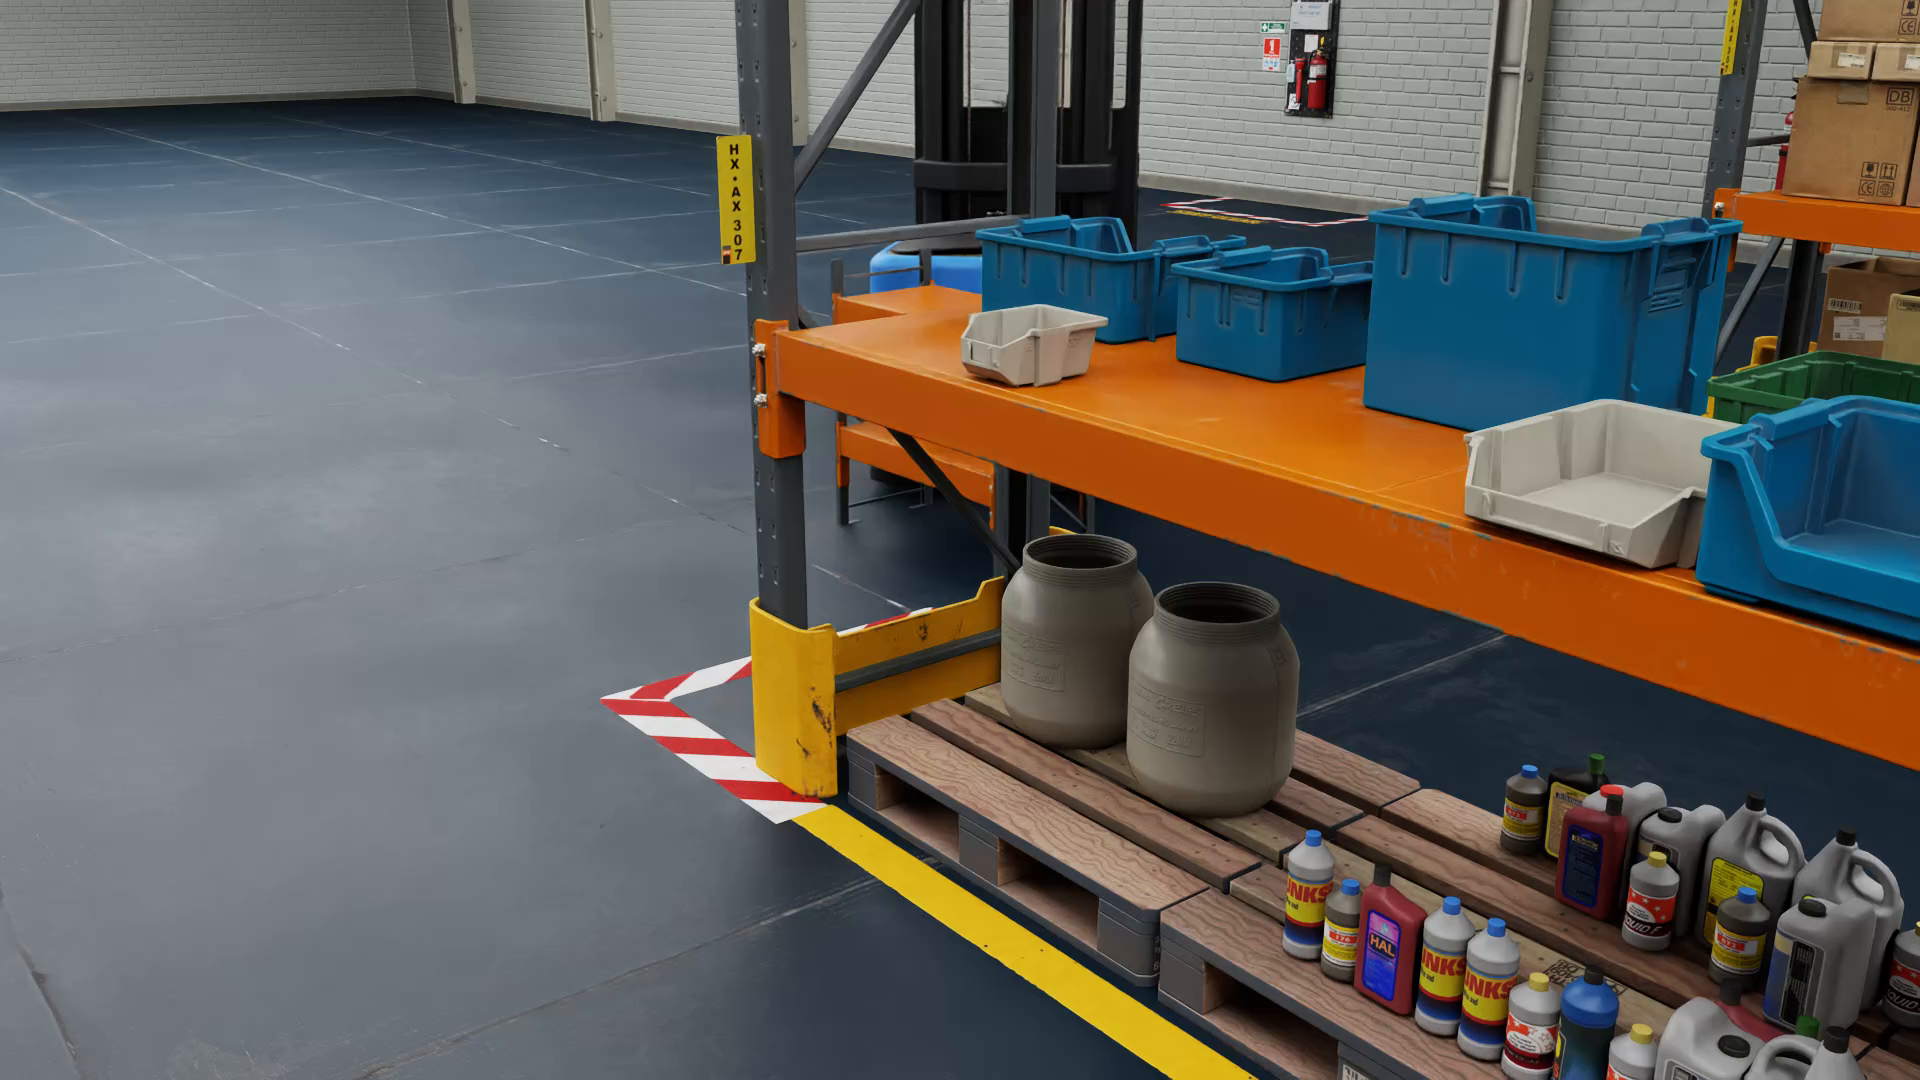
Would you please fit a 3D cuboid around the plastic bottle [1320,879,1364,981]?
[{"bbox_3d":[0.800,0.797,3.435,0.097,0.201,0.097,0,18,0],"label":"plastic bottle"}]

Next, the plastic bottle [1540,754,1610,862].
[{"bbox_3d":[1.425,0.617,3.848,0.061,0.283,0.133,-13,23,-35],"label":"plastic bottle"}]

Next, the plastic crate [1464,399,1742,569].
[{"bbox_3d":[1.131,-0.095,2.798,0.530,0.136,0.437,-14,23,-36],"label":"plastic crate"}]

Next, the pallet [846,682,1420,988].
[{"bbox_3d":[0.439,0.679,4.476,1.003,0.211,1.213,-14,23,-36],"label":"pallet"}]

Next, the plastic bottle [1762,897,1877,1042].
[{"bbox_3d":[1.681,0.818,3.253,0.152,0.276,0.135,-14,23,-36],"label":"plastic bottle"}]

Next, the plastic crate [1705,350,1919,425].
[{"bbox_3d":[1.717,-0.159,2.907,0.450,0.188,0.662,-14,23,-36],"label":"plastic crate"}]

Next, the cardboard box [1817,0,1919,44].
[{"bbox_3d":[4.053,-2.354,6.977,0.700,0.500,0.500,-14,23,-36],"label":"cardboard box"}]

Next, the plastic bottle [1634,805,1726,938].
[{"bbox_3d":[1.560,0.697,3.618,0.152,0.276,0.135,-15,23,-38],"label":"plastic bottle"}]

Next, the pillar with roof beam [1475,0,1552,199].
[{"bbox_3d":[1.633,-6.272,11.487,9.100,9.000,0.400,-14,23,-36],"label":"pillar with roof beam"}]

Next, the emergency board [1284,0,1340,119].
[{"bbox_3d":[3.504,-4.880,16.829,0.194,1.169,0.643,-14,23,-36],"label":"emergency board"}]

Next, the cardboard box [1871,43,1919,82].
[{"bbox_3d":[3.981,-1.973,6.860,0.380,0.149,0.250,-15,23,-37],"label":"cardboard box"}]

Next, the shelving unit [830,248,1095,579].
[{"bbox_3d":[0.003,-0.519,6.641,0.538,1.125,1.048,-15,23,-37],"label":"shelving unit"}]

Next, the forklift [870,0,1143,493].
[{"bbox_3d":[0.367,-2.022,8.305,1.130,2.935,3.031,3,19,10],"label":"forklift"}]

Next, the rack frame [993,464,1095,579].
[{"bbox_3d":[0.328,-0.396,6.270,0.500,1.125,0.032,-15,23,-37],"label":"rack frame"}]

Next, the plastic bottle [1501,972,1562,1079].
[{"bbox_3d":[1.073,0.905,3.109,0.097,0.201,0.097,0,18,0],"label":"plastic bottle"}]

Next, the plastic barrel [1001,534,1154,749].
[{"bbox_3d":[0.323,0.273,4.555,0.421,0.512,0.421,0,18,0],"label":"plastic barrel"}]

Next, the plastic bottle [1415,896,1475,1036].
[{"bbox_3d":[0.949,0.823,3.246,0.097,0.271,0.097,0,18,0],"label":"plastic bottle"}]

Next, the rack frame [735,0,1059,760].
[{"bbox_3d":[-0.145,-0.856,4.674,1.000,3.000,0.127,-14,23,-36],"label":"rack frame"}]

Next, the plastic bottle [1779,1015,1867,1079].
[{"bbox_3d":[1.457,0.955,2.827,0.061,0.283,0.133,-14,23,-36],"label":"plastic bottle"}]

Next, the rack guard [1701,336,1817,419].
[{"bbox_3d":[3.725,-0.641,8.002,1.175,0.500,0.348,-14,23,-36],"label":"rack guard"}]

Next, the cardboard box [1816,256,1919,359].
[{"bbox_3d":[4.306,-0.997,7.616,0.500,0.500,0.500,-14,23,-36],"label":"cardboard box"}]

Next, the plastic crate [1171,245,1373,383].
[{"bbox_3d":[0.799,-0.559,4.015,0.499,0.251,0.408,-14,23,-36],"label":"plastic crate"}]

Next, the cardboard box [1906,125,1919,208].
[{"bbox_3d":[4.350,-1.623,6.832,0.700,0.500,0.500,-13,22,-35],"label":"cardboard box"}]

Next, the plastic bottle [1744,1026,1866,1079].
[{"bbox_3d":[1.393,0.949,2.737,0.144,0.351,0.185,-14,23,-36],"label":"plastic bottle"}]

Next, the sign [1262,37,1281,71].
[{"bbox_3d":[3.241,-5.054,17.296,0.001,0.329,0.234,-14,23,-36],"label":"sign"}]

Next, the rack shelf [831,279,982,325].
[{"bbox_3d":[0.003,-0.797,6.549,0.538,0.278,1.000,-15,23,-37],"label":"rack shelf"}]

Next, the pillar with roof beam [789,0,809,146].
[{"bbox_3d":[-5.817,-9.229,20.417,9.100,9.000,0.400,-14,23,-36],"label":"pillar with roof beam"}]

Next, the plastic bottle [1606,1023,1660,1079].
[{"bbox_3d":[1.200,0.956,2.956,0.097,0.201,0.097,0,18,0],"label":"plastic bottle"}]

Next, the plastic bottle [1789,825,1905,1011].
[{"bbox_3d":[1.781,0.748,3.347,0.144,0.351,0.185,-14,23,-37],"label":"plastic bottle"}]

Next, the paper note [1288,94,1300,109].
[{"bbox_3d":[3.448,-4.519,17.140,0.016,0.148,0.142,-14,23,-36],"label":"paper note"}]

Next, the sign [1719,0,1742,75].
[{"bbox_3d":[3.301,-2.163,7.120,0.100,0.325,0.005,-14,23,-36],"label":"sign"}]

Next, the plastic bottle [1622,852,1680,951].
[{"bbox_3d":[1.474,0.762,3.542,0.097,0.201,0.097,0,18,0],"label":"plastic bottle"}]

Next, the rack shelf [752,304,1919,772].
[{"bbox_3d":[1.096,-0.021,3.299,1.077,0.370,4.000,-14,23,-36],"label":"rack shelf"}]
